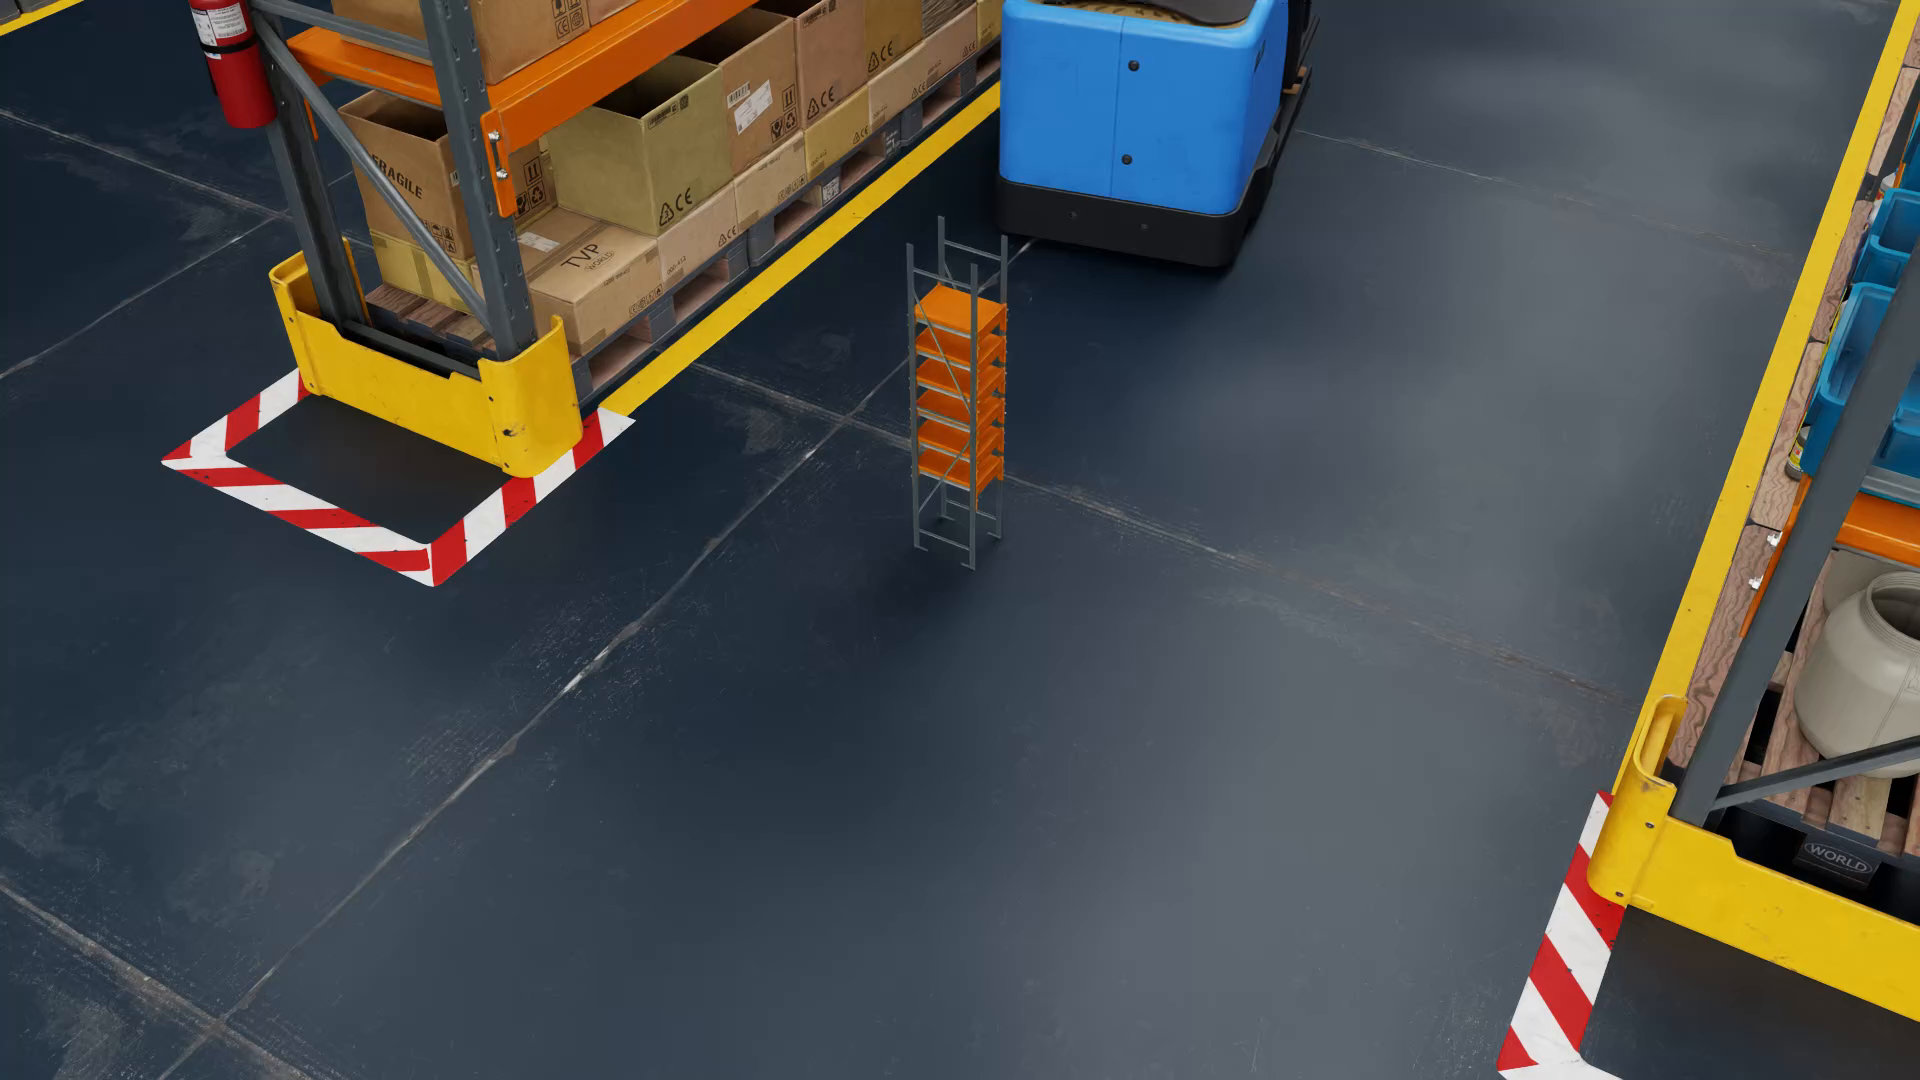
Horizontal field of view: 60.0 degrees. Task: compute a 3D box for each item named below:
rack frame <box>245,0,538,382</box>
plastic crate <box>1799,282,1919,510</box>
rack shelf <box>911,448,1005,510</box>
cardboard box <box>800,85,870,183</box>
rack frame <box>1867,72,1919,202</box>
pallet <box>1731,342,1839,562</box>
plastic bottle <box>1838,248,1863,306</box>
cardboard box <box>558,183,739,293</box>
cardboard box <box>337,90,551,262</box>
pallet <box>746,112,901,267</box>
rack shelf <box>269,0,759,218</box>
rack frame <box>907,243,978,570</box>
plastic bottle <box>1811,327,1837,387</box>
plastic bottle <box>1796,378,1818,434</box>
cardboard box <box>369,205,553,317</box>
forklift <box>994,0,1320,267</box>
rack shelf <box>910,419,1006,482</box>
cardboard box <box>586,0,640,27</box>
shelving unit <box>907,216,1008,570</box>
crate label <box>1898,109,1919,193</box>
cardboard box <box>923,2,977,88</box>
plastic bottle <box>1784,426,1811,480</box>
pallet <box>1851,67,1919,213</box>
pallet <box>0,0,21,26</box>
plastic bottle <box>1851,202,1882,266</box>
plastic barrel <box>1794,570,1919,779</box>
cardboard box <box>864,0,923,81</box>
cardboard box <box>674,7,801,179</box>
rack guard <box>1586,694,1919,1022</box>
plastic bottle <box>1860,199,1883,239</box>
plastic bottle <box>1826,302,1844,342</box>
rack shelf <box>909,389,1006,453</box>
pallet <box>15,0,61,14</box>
[{"bbox_3d":[-1.958,-1.639,5.341,1.000,3.000,0.127,21,45,22],"label":"rack frame"},{"bbox_3d":[2.320,-0.328,3.965,0.499,0.251,0.616,21,45,22],"label":"plastic crate"},{"bbox_3d":[-0.007,-0.229,5.532,0.258,0.103,0.180,21,45,22],"label":"rack shelf"},{"bbox_3d":[-0.745,-1.855,7.350,0.500,0.250,0.500,21,45,22],"label":"cardboard box"},{"bbox_3d":[4.331,-2.287,6.077,1.000,3.000,0.127,21,45,22],"label":"rack frame"},{"bbox_3d":[3.349,-0.169,5.783,1.003,0.211,1.213,21,45,22],"label":"pallet"},{"bbox_3d":[3.473,-1.025,6.316,0.144,0.351,0.185,19,45,20],"label":"plastic bottle"},{"bbox_3d":[-1.250,-1.285,6.702,0.500,0.250,0.500,21,45,22],"label":"cardboard box"},{"bbox_3d":[-1.947,-1.451,6.323,0.500,0.500,0.500,21,45,22],"label":"cardboard box"},{"bbox_3d":[-1.000,-1.739,7.565,1.003,0.211,1.213,21,45,22],"label":"pallet"},{"bbox_3d":[-0.957,-2.513,6.878,1.077,0.370,4.000,21,45,22],"label":"rack shelf"},{"bbox_3d":[-0.053,-0.390,5.285,0.240,1.200,0.006,21,45,22],"label":"rack frame"},{"bbox_3d":[3.167,-0.676,5.919,0.144,0.351,0.185,23,46,24],"label":"plastic bottle"},{"bbox_3d":[3.018,-0.472,5.745,0.152,0.276,0.135,21,46,22],"label":"plastic bottle"},{"bbox_3d":[-1.945,-1.169,6.570,0.500,0.250,0.500,21,45,22],"label":"cardboard box"},{"bbox_3d":[1.100,-3.224,7.193,1.130,2.935,3.031,12,43,14],"label":"forklift"},{"bbox_3d":[-0.007,-0.319,5.453,0.258,0.103,0.180,21,45,22],"label":"rack shelf"},{"bbox_3d":[-1.454,-2.241,5.950,0.700,0.500,0.500,22,46,23],"label":"cardboard box"},{"bbox_3d":[-0.007,-0.442,5.344,0.258,1.200,0.189,21,45,22],"label":"shelving unit"},{"bbox_3d":[3.016,-1.154,4.764,0.502,0.435,0.616,21,45,22],"label":"crate label"},{"bbox_3d":[-0.258,-2.433,8.006,0.500,0.250,0.500,21,45,22],"label":"cardboard box"},{"bbox_3d":[2.869,-0.309,5.616,0.097,0.201,0.097,0,41,0],"label":"plastic bottle"},{"bbox_3d":[4.690,-1.703,7.524,1.003,0.211,1.213,21,45,22],"label":"pallet"},{"bbox_3d":[-5.773,-2.725,8.685,1.003,0.211,1.213,21,45,22],"label":"pallet"},{"bbox_3d":[3.654,-1.199,6.569,0.152,0.276,0.135,23,46,24],"label":"plastic bottle"},{"bbox_3d":[2.592,0.376,4.618,0.421,0.512,0.421,0,41,0],"label":"plastic barrel"},{"bbox_3d":[-0.506,-2.427,7.432,0.500,0.500,0.500,21,45,22],"label":"cardboard box"},{"bbox_3d":[-1.009,-1.856,6.783,0.500,0.500,0.500,21,45,22],"label":"cardboard box"},{"bbox_3d":[2.326,0.881,4.372,1.175,0.500,0.348,21,45,22],"label":"rack guard"},{"bbox_3d":[3.741,-1.307,6.748,0.097,0.201,0.097,0,41,0],"label":"plastic bottle"},{"bbox_3d":[3.311,-0.815,6.190,0.097,0.201,0.097,0,41,0],"label":"plastic bottle"},{"bbox_3d":[-0.007,-0.409,5.373,0.258,0.103,0.180,21,45,22],"label":"rack shelf"},{"bbox_3d":[-5.162,-3.420,9.474,1.003,0.211,1.213,21,45,22],"label":"pallet"}]
